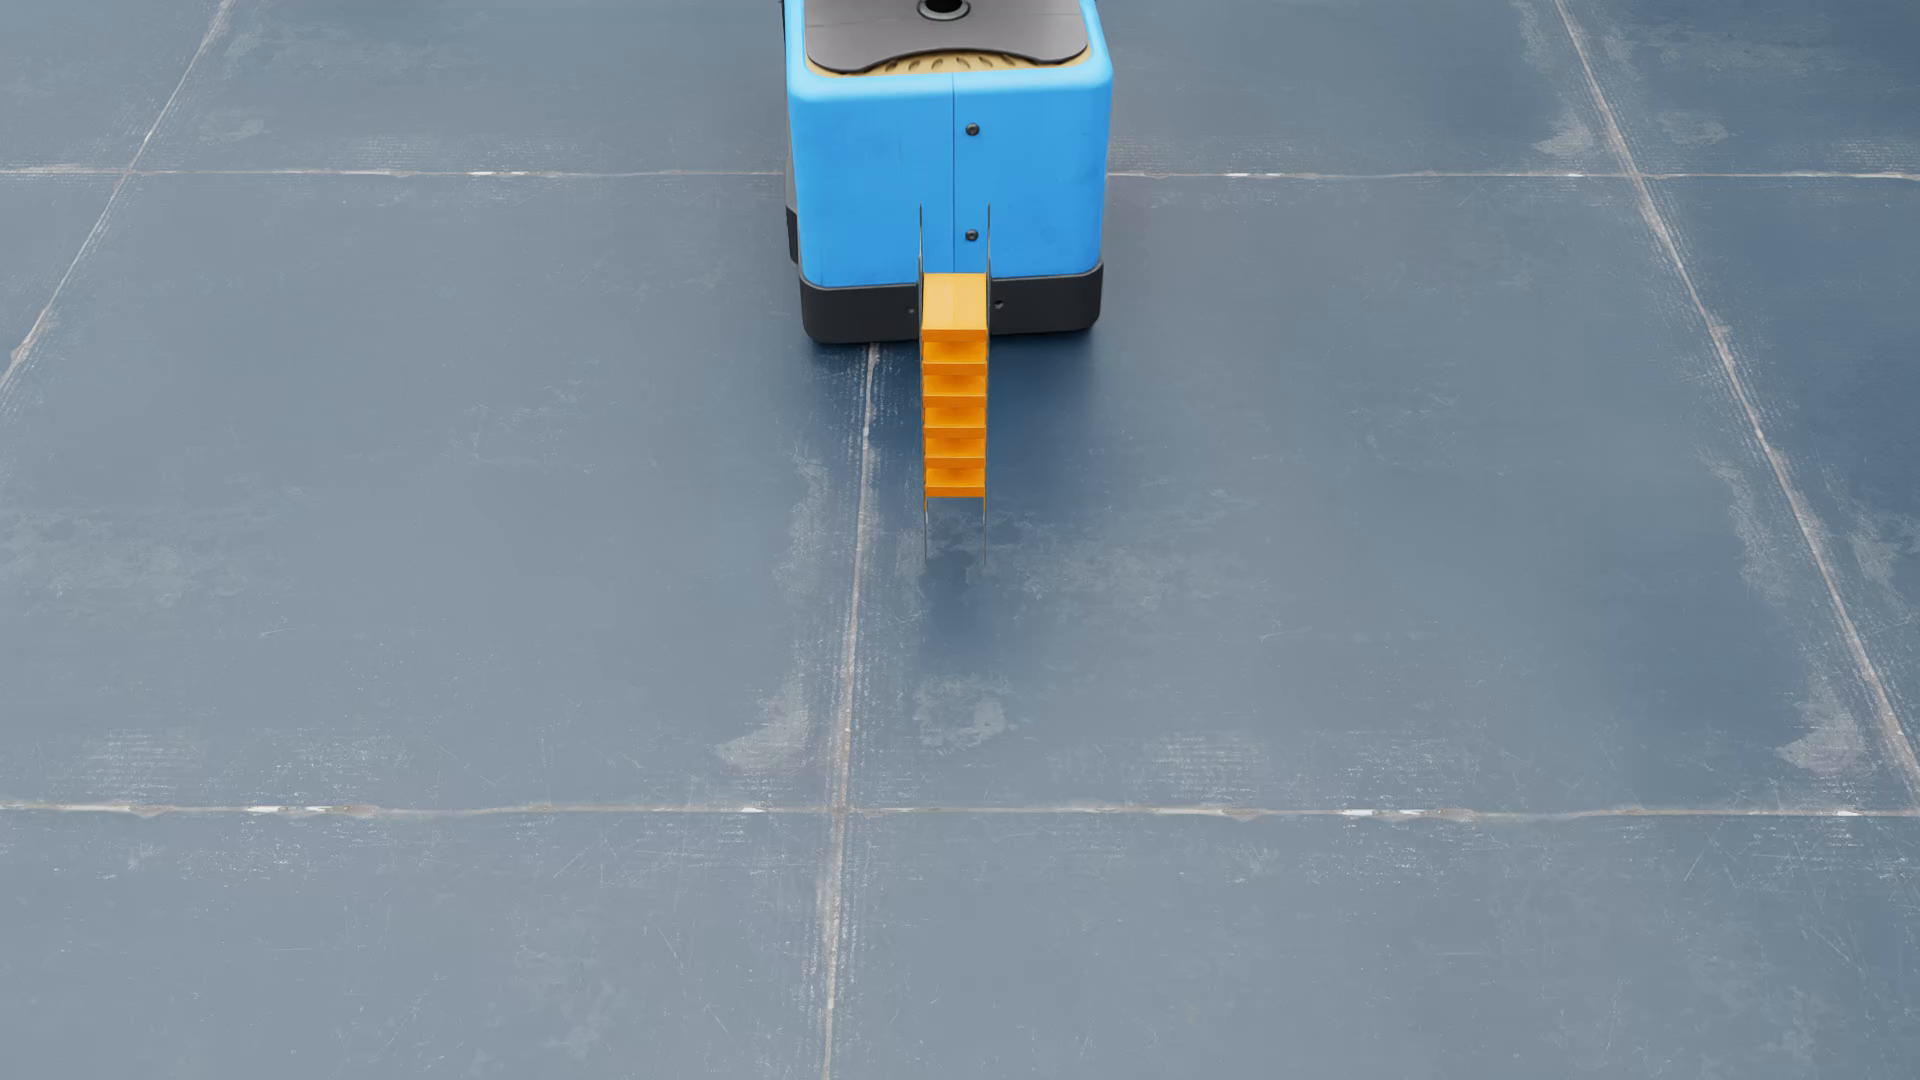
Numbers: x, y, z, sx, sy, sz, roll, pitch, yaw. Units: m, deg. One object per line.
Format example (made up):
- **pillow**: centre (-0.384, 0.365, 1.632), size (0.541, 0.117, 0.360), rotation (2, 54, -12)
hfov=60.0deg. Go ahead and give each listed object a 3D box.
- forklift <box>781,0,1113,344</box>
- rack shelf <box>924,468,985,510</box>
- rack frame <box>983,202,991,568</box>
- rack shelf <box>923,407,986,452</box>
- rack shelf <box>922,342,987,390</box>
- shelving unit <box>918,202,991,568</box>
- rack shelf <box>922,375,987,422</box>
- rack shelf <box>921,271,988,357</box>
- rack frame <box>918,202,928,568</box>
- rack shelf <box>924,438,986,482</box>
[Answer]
- **forklift**: centre (-0.149, -2.762, 5.819), size (1.130, 2.935, 3.031), rotation (-4, 47, -3)
- **rack shelf**: centre (-0.014, -0.215, 5.019), size (0.180, 0.103, 0.258), rotation (0, 47, 0)
- **rack frame**: centre (0.077, -0.409, 4.811), size (0.006, 1.200, 0.240), rotation (0, 47, 0)
- **rack shelf**: centre (-0.014, -0.379, 4.843), size (0.180, 0.103, 0.258), rotation (0, 47, 0)
- **rack shelf**: centre (-0.014, -0.542, 4.668), size (0.180, 0.103, 0.258), rotation (0, 47, 0)
- **shelving unit**: centre (-0.014, -0.409, 4.811), size (0.189, 1.200, 0.258), rotation (0, 47, 0)
- **rack shelf**: centre (-0.014, -0.460, 4.756), size (0.180, 0.103, 0.258), rotation (0, 47, 0)
- **rack shelf**: centre (-0.014, -0.624, 4.580), size (0.180, 0.103, 0.258), rotation (0, 47, 0)
- **rack frame**: centre (-0.106, -0.409, 4.811), size (0.006, 1.200, 0.240), rotation (0, 47, 0)
- **rack shelf**: centre (-0.014, -0.297, 4.931), size (0.180, 0.103, 0.258), rotation (0, 47, 0)
